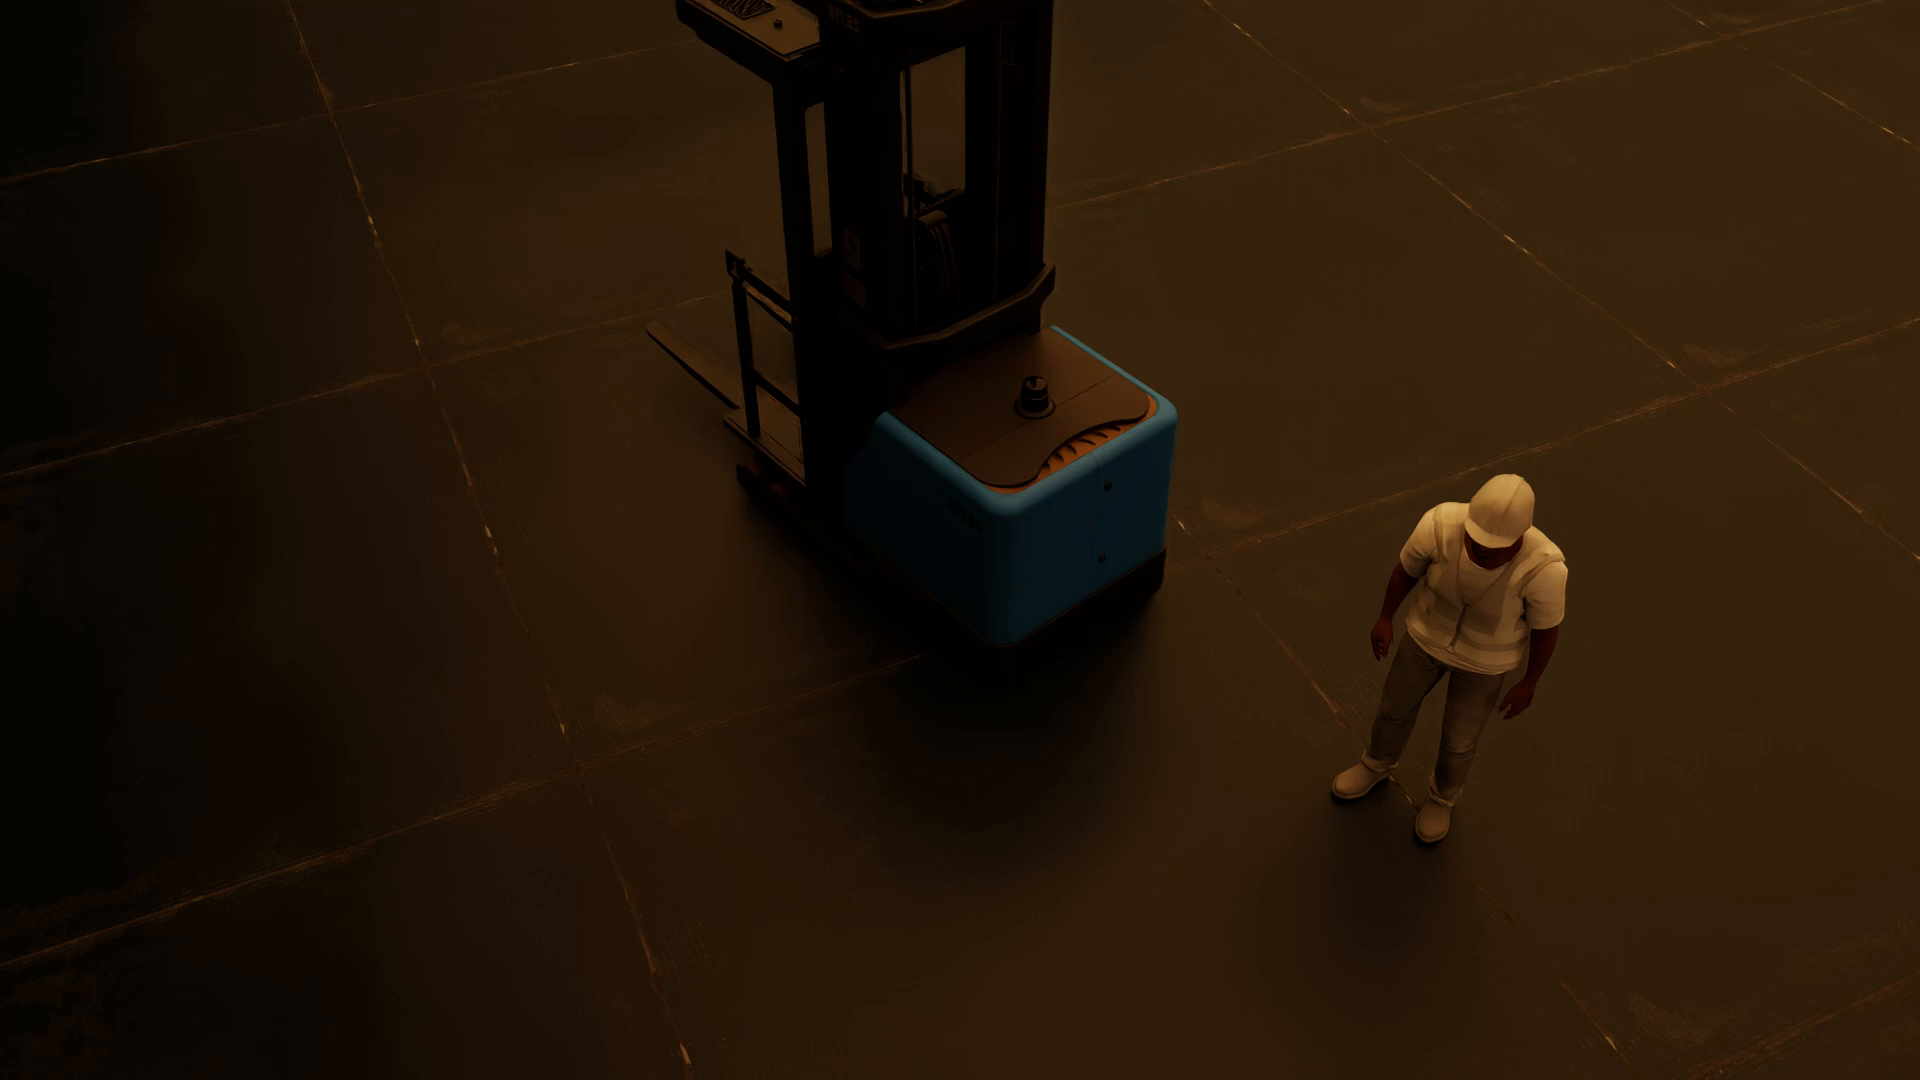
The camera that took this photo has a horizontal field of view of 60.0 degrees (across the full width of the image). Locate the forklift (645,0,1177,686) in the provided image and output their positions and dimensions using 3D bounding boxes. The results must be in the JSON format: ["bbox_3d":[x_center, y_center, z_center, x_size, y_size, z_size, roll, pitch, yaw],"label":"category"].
[{"bbox_3d":[-0.420,-1.389,7.168,1.130,2.935,3.031,-30,51,-28],"label":"forklift"}]

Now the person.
[{"bbox_3d":[1.818,0.410,6.103,0.629,1.759,0.460,26,49,25],"label":"person"}]
